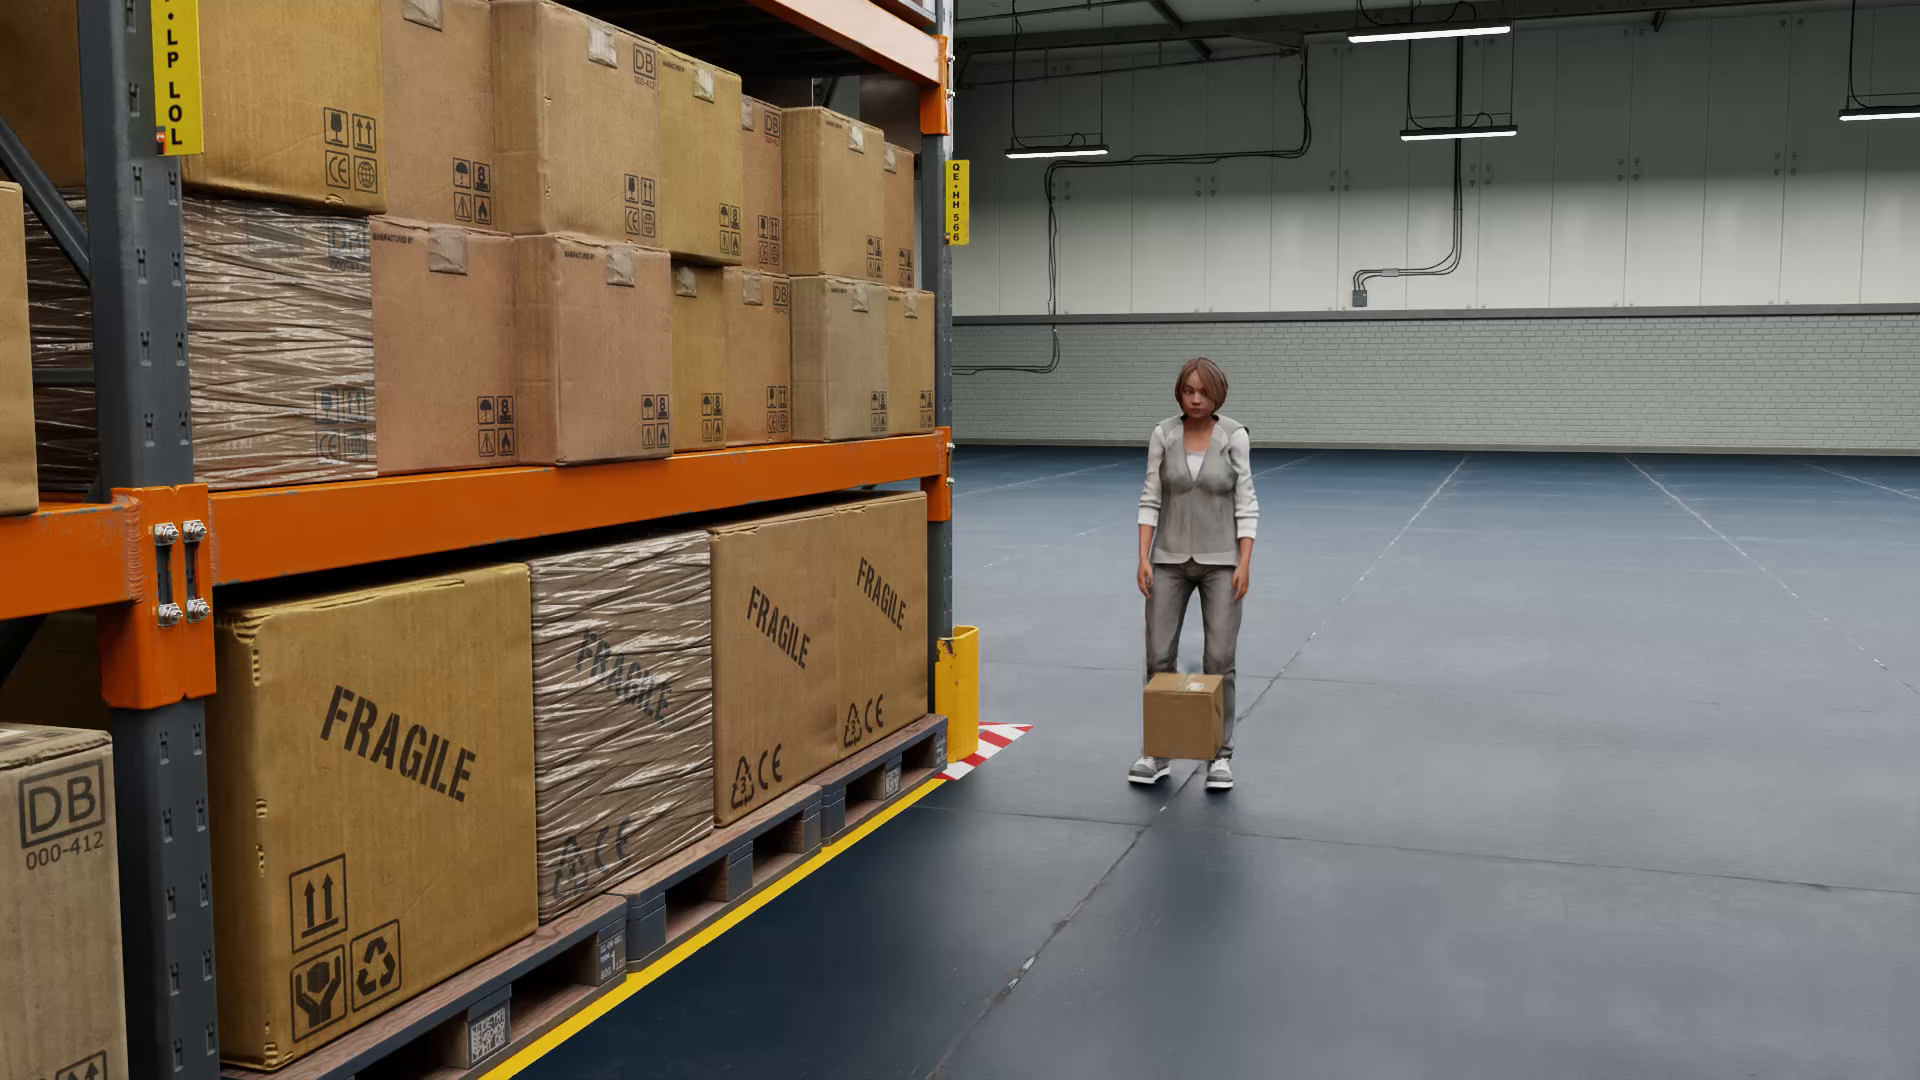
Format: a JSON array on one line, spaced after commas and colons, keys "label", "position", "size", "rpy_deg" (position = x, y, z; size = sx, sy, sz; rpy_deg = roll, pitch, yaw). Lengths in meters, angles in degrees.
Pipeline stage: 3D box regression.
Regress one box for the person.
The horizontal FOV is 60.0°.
[{"label": "person", "position": [0.881, 0.117, 6.215], "size": [0.456, 1.595, 0.342], "rpy_deg": [2, 6, 17]}]
